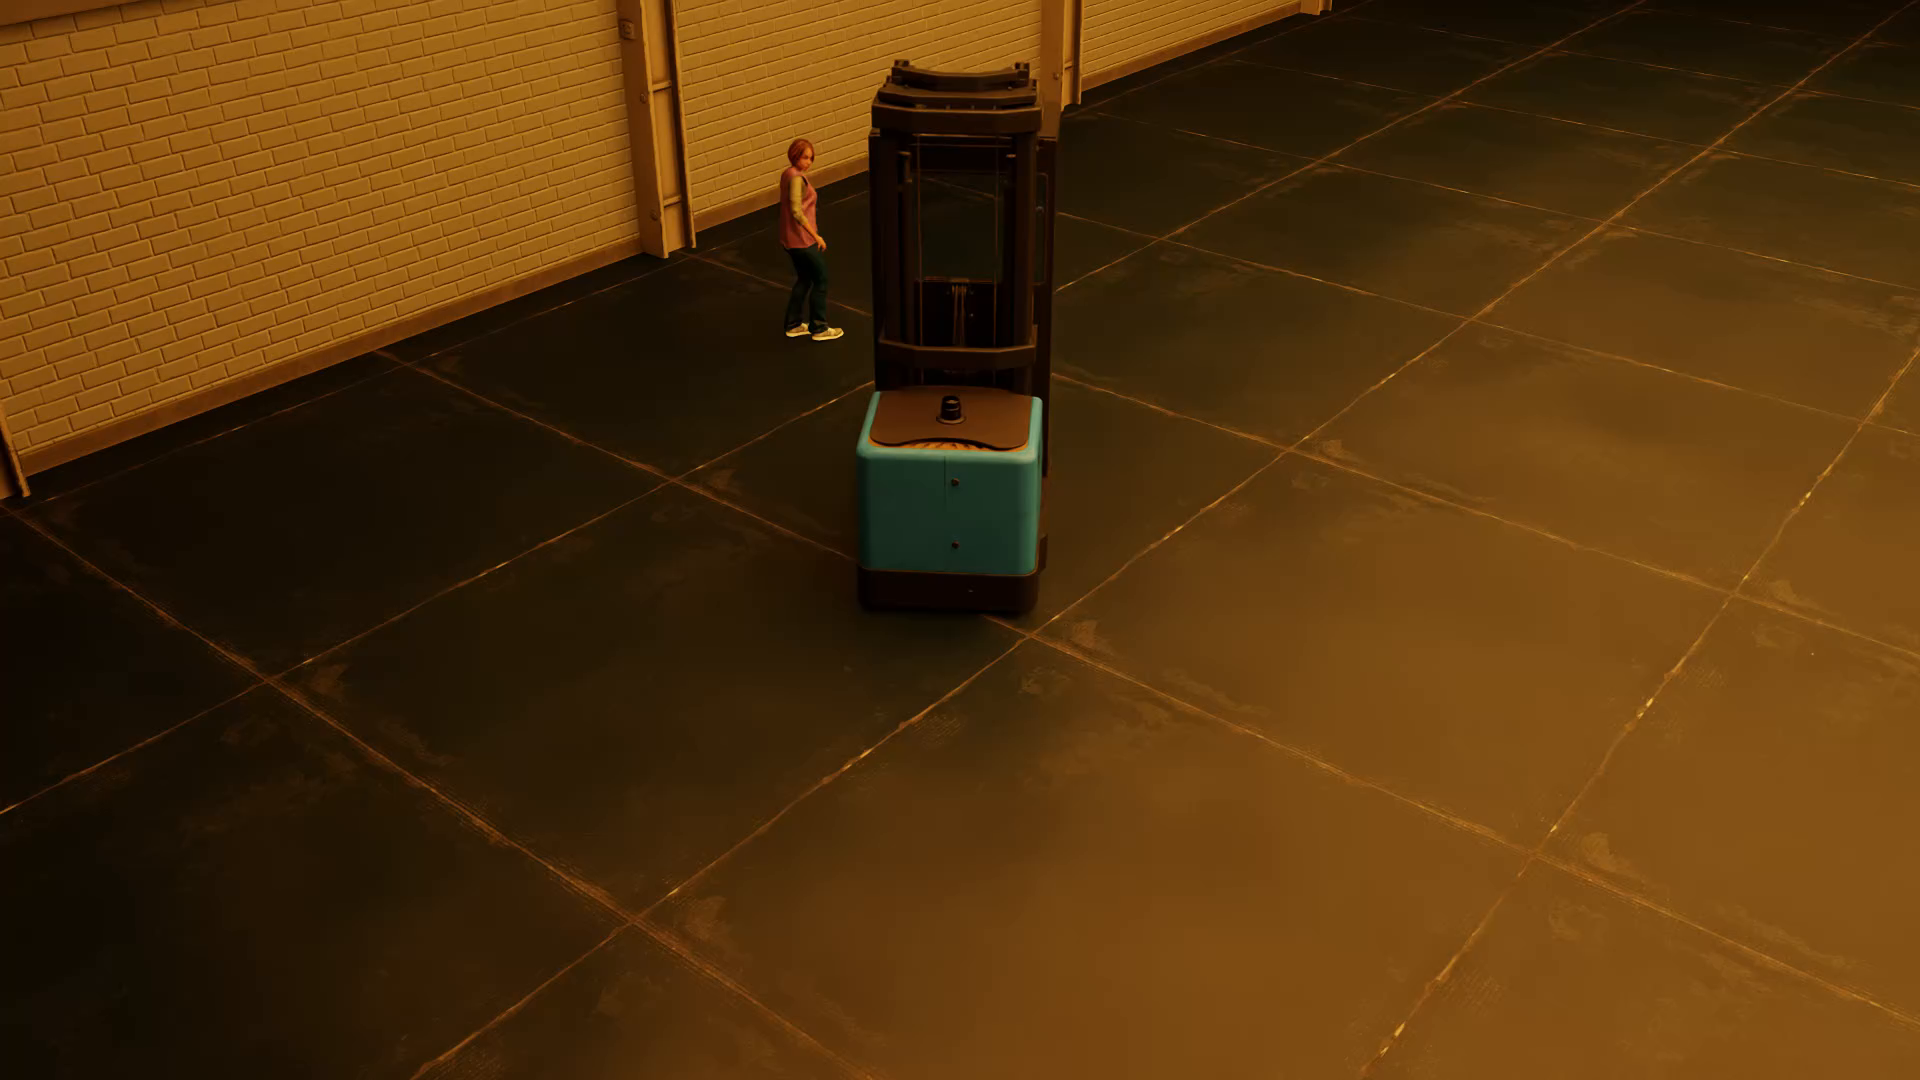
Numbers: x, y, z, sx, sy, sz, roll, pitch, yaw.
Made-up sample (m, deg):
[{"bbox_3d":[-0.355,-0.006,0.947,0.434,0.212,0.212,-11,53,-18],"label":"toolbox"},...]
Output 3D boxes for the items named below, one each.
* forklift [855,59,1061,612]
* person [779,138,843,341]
[{"bbox_3d":[0.037,-1.566,10.276,1.130,2.935,3.031,2,30,4],"label":"forklift"},{"bbox_3d":[-1.195,-2.328,12.943,0.448,1.563,0.613,-13,33,-21],"label":"person"}]
